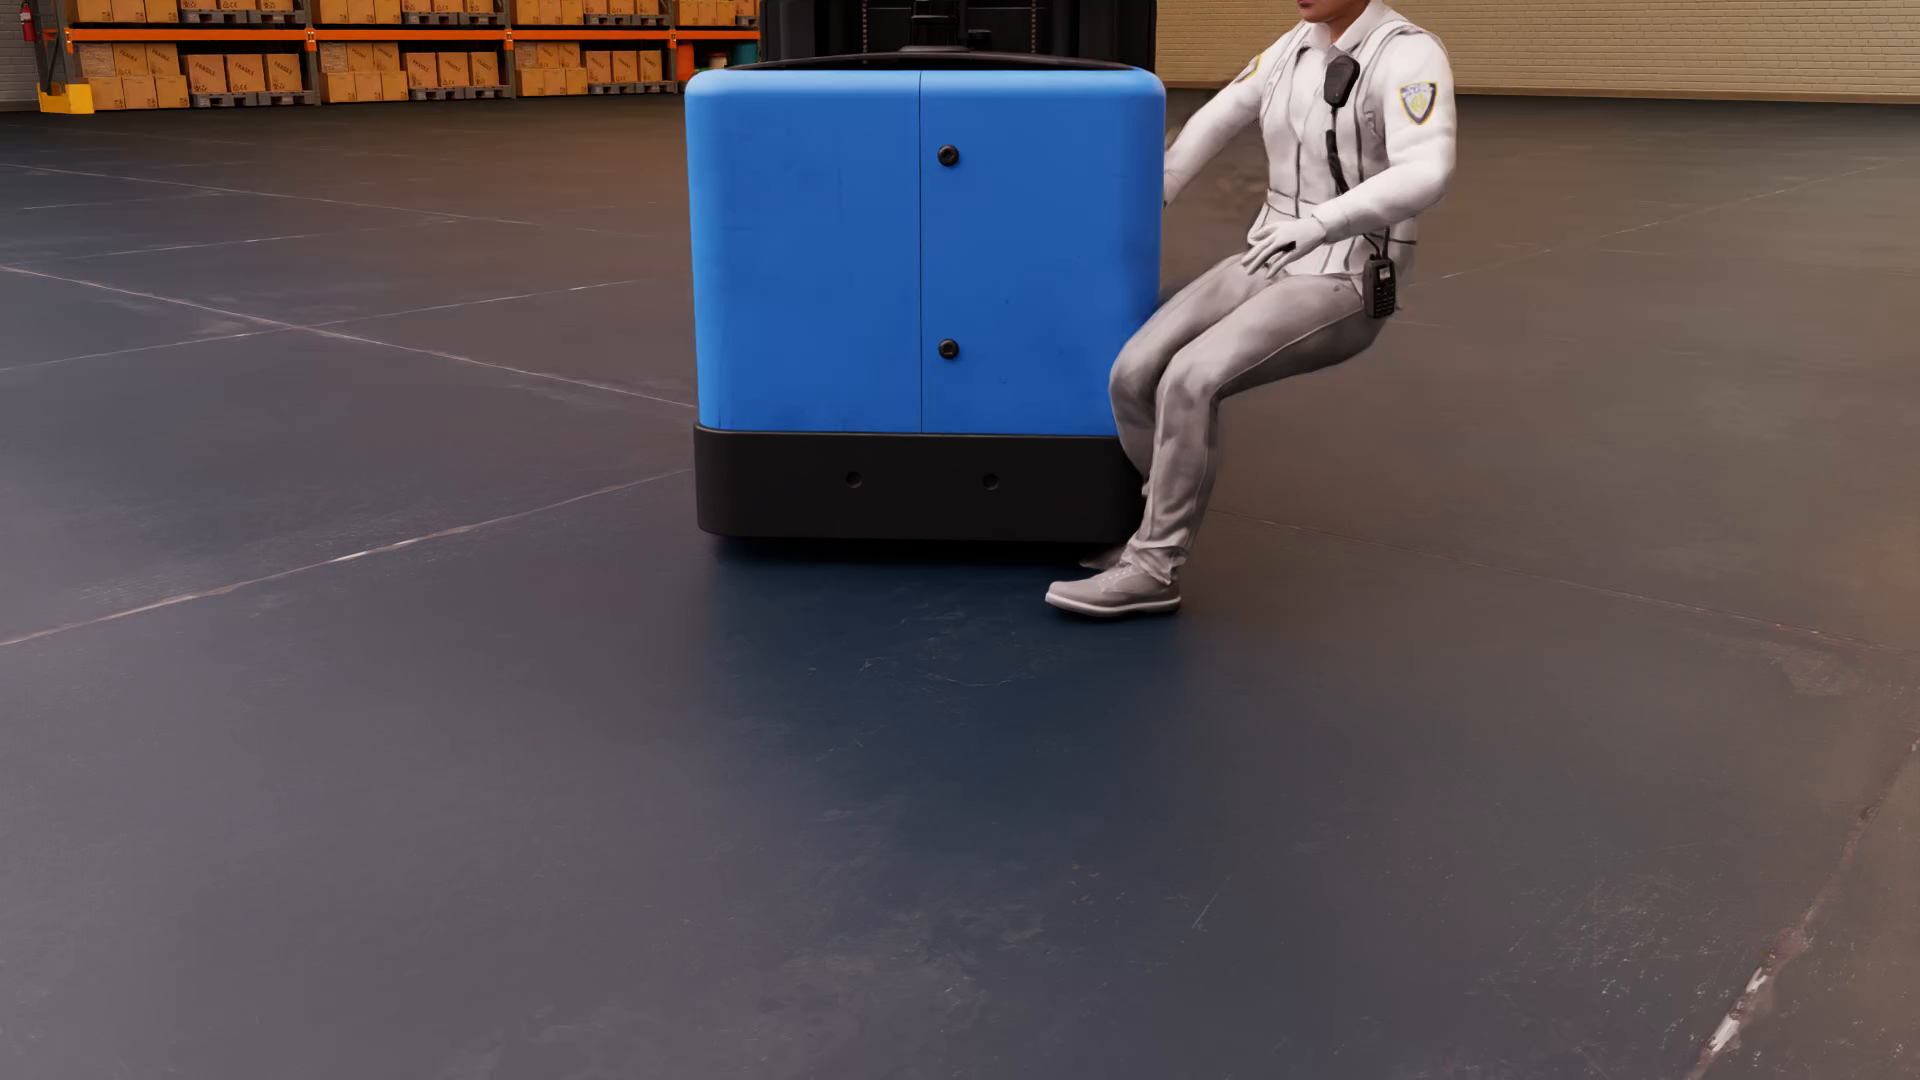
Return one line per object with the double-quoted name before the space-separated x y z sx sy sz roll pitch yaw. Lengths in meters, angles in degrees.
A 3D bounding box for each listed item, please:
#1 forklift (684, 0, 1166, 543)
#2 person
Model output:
"forklift" 0.010 -1.772 4.733 1.130 2.935 3.031 1 17 3
"person" 0.562 -0.549 3.362 0.806 1.470 0.751 -12 20 -33
